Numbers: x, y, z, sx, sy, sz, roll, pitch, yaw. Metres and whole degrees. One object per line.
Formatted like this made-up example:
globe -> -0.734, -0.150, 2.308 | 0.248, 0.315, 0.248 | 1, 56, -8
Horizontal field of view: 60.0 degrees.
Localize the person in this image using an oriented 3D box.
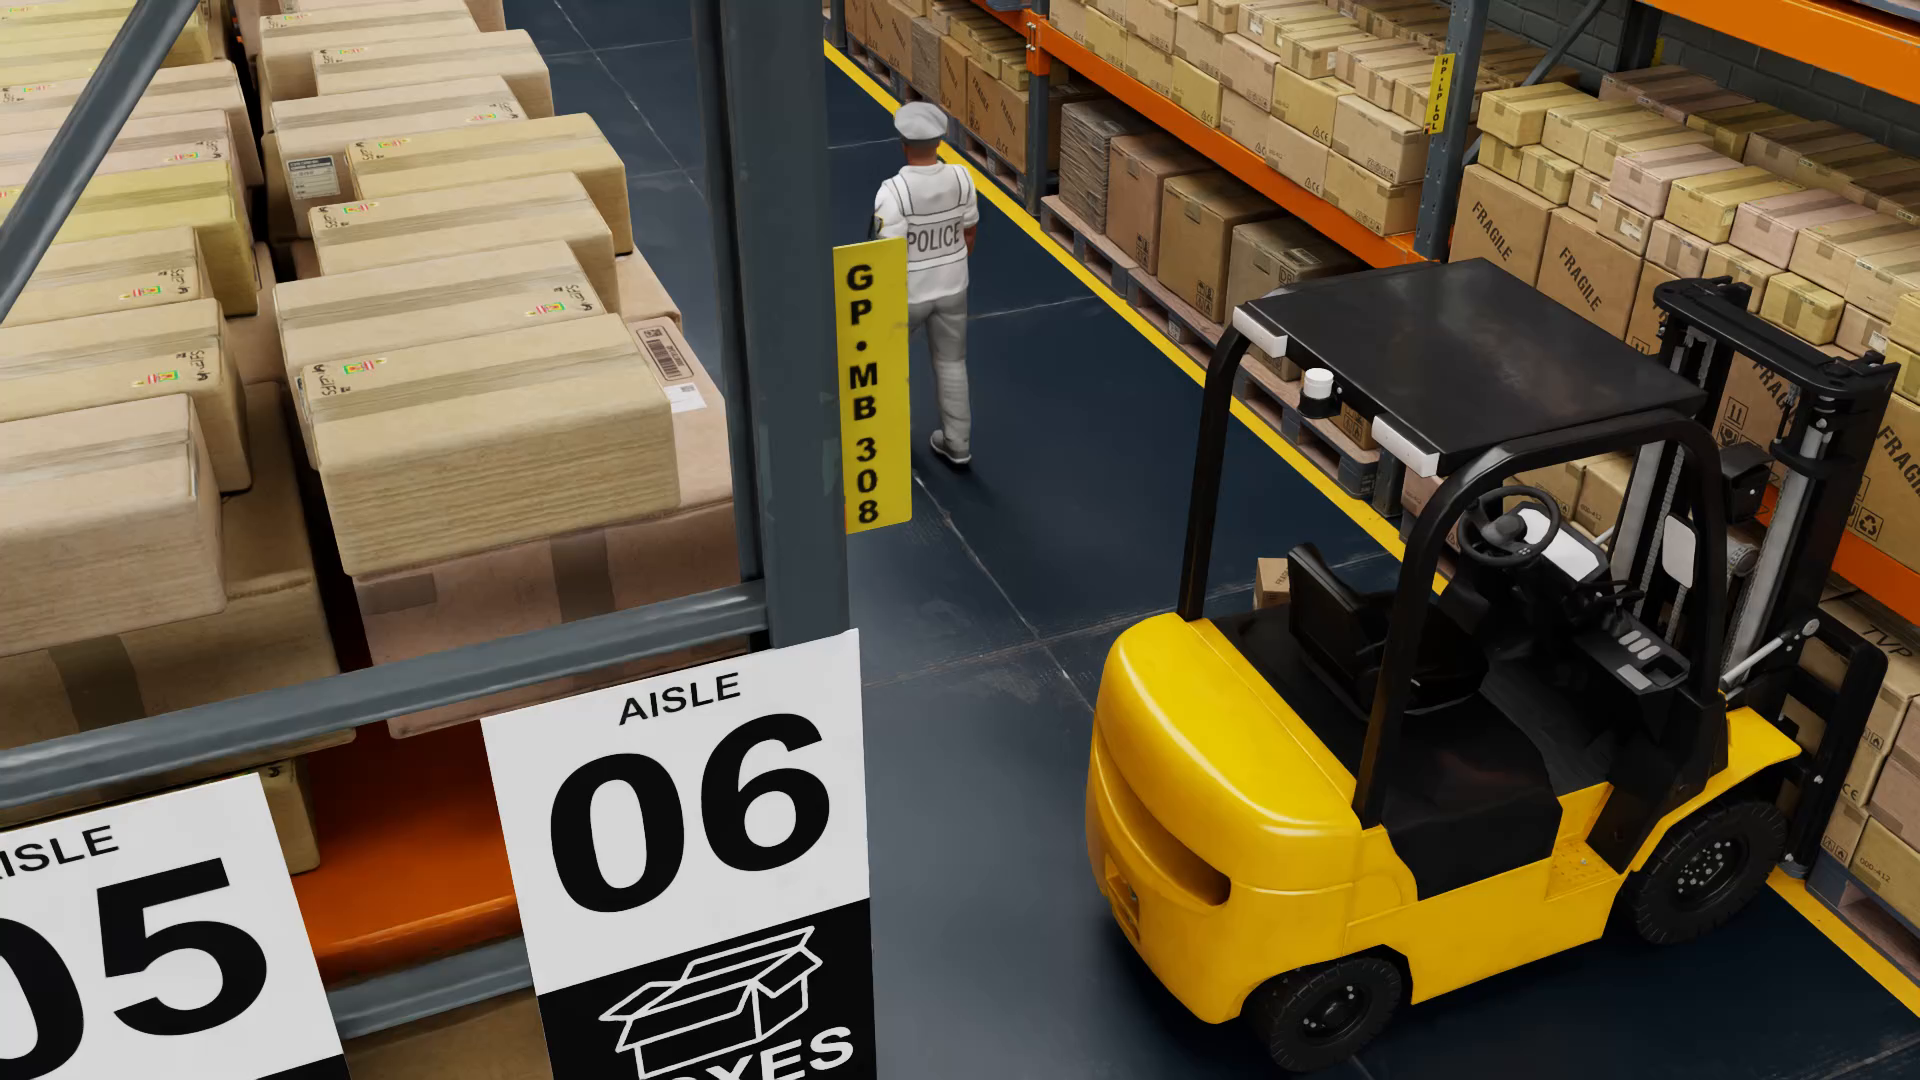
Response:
person -> -0.209, -1.249, 8.027 | 0.571, 1.791, 0.819 | -14, 36, -20
